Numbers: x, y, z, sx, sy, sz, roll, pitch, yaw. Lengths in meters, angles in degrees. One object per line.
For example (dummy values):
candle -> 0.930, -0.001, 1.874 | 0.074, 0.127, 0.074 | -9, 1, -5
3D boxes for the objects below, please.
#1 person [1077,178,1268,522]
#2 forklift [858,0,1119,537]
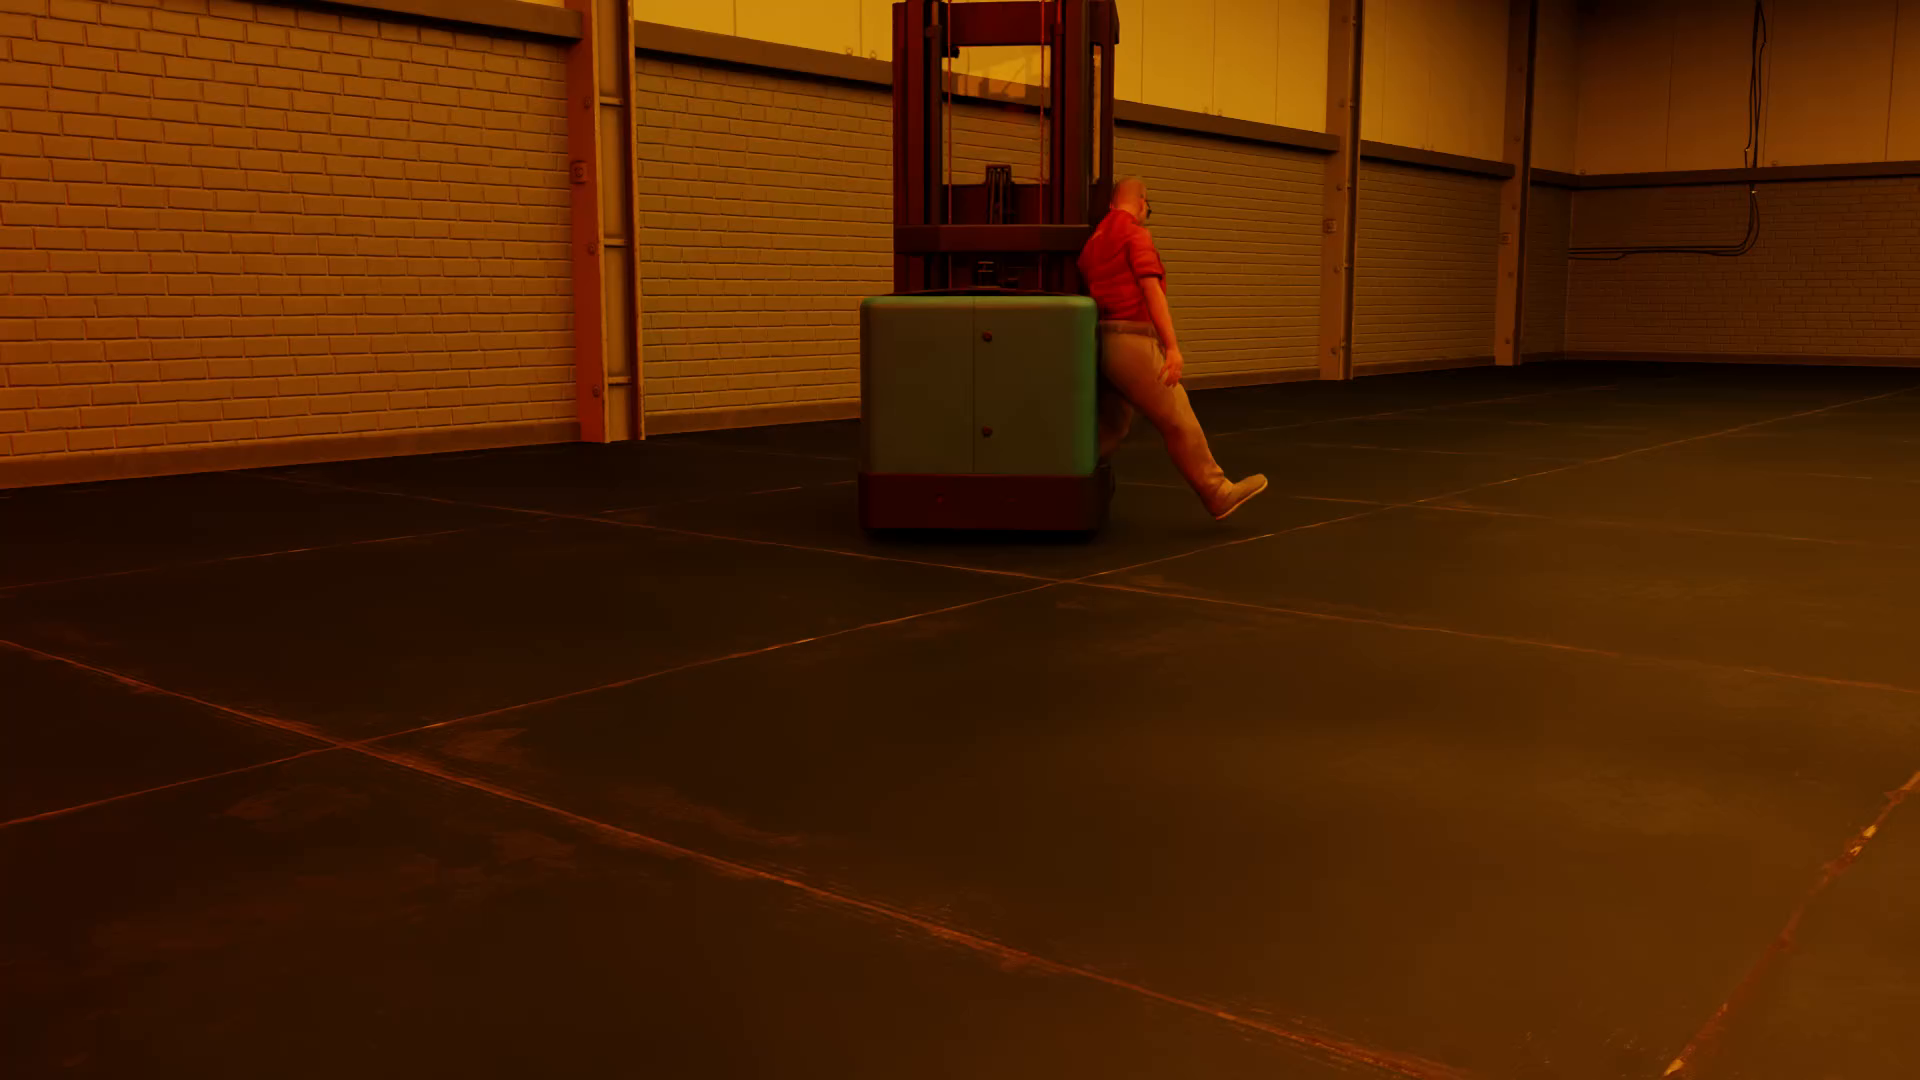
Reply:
person -> 0.915, -0.877, 7.740 | 0.990, 1.585, 0.833 | -4, 9, -28
forklift -> 0.243, -1.642, 8.502 | 1.130, 2.935, 3.031 | 1, 8, 7
